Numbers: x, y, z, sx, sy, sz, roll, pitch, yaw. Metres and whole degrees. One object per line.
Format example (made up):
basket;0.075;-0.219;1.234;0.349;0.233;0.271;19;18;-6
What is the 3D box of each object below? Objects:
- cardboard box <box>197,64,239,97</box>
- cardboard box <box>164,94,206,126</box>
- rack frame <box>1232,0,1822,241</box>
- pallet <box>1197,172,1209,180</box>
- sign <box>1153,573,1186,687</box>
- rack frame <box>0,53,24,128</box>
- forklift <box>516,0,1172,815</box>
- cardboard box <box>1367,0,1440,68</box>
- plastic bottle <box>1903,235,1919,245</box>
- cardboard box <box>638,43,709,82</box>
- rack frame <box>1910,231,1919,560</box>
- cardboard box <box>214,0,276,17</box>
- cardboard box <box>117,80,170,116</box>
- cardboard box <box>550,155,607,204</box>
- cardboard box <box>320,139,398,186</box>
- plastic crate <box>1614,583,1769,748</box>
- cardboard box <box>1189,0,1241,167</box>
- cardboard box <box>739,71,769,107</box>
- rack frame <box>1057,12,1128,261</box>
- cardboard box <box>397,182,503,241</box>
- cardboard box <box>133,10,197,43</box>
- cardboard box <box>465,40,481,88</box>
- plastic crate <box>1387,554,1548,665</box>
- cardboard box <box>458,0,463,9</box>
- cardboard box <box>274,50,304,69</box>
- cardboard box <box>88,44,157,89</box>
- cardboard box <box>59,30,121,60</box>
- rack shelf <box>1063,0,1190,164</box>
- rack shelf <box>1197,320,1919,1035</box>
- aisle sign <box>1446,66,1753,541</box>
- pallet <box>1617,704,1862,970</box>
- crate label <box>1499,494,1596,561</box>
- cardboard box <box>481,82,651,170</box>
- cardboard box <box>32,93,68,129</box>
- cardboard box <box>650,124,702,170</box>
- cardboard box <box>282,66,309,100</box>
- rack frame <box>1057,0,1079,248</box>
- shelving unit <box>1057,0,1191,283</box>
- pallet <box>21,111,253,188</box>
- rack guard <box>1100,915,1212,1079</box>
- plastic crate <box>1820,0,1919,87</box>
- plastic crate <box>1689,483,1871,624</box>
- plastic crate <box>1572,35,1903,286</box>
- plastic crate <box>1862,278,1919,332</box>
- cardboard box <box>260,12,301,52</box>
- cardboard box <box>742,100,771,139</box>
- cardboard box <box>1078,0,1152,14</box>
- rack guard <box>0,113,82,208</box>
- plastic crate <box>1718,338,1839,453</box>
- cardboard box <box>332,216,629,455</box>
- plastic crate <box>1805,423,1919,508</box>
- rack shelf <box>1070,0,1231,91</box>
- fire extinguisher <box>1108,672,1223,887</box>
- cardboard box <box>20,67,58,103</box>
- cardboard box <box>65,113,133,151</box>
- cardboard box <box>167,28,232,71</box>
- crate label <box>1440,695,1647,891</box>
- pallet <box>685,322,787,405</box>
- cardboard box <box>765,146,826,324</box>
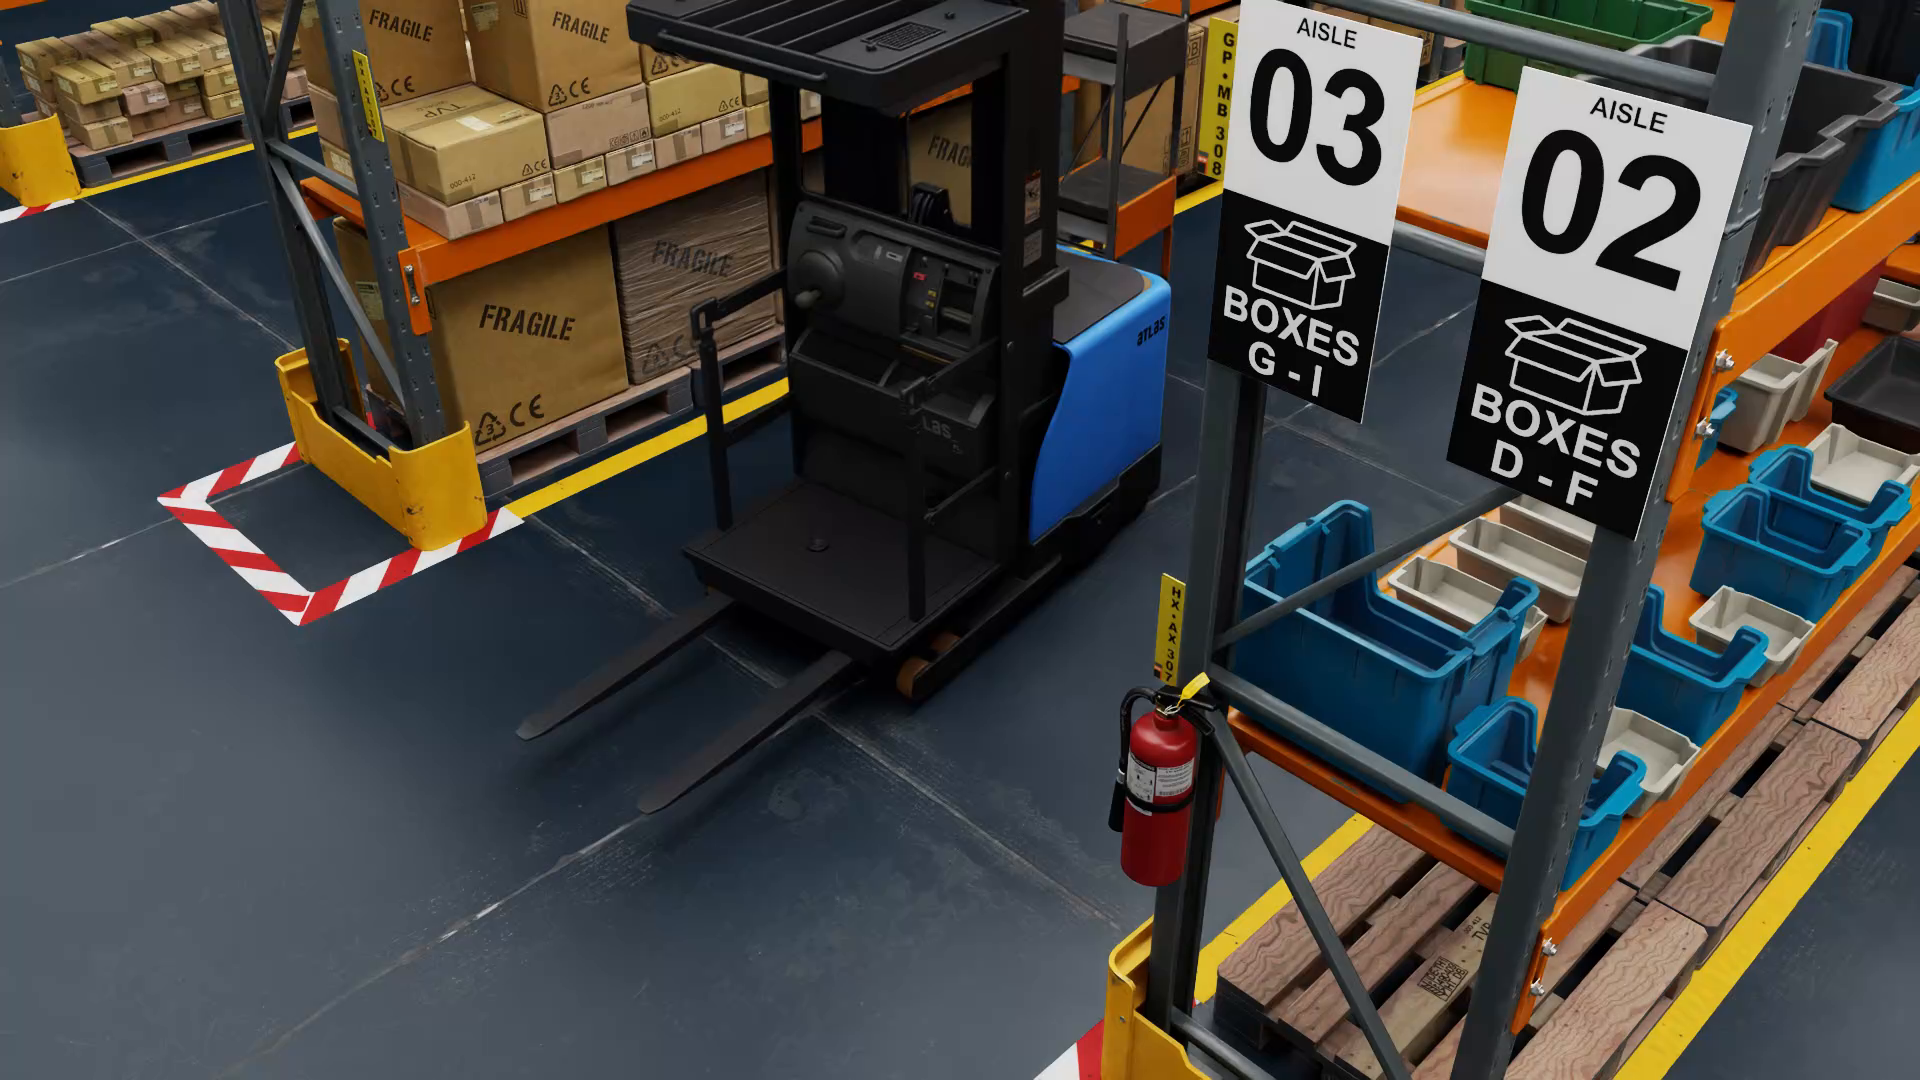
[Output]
cardboard box;-4.877;-3.038;10.849;0.250;0.149;0.380;-28;44;-34
cardboard box;-5.136;-2.849;10.838;0.250;0.149;0.380;-29;44;-35
rack frame;0.935;-1.944;2.171;1.000;3.000;0.127;30;45;35
pallet;1.588;-2.801;11.082;1.003;0.211;1.213;30;45;35
sign;0.533;0.234;4.149;0.100;0.325;0.005;30;45;35
rack frame;-6.028;-3.520;9.675;1.000;3.000;0.127;30;45;35
forklift;-0.392;-0.908;5.989;1.130;2.935;3.031;24;41;30
cardboard box;2.556;-3.756;11.504;1.225;0.875;0.875;27;43;33
plastic bottle;3.802;-1.347;6.667;0.152;0.276;0.135;30;45;35
cardboard box;-1.337;-2.350;7.212;0.500;0.500;0.500;28;44;34
rack frame;3.753;-1.107;6.215;1.000;3.000;0.127;30;45;35
cardboard box;-4.883;-3.592;11.384;0.380;0.149;0.250;28;44;34
cardboard box;-5.244;-2.842;10.568;0.380;0.149;0.250;29;44;35
cardboard box;-1.735;-1.597;7.137;0.380;0.149;0.250;28;44;34
cardboard box;-2.562;-1.654;7.219;0.250;0.149;0.380;-29;44;-35
plastic crate;1.807;0.326;4.255;0.416;0.233;0.300;30;45;35
cardboard box;1.304;-3.035;10.470;1.225;0.875;0.875;28;44;34
cardboard box;-0.968;-2.256;7.734;0.500;0.250;0.500;29;44;34
rack frame;0.501;-1.282;7.253;0.400;2.100;0.015;24;41;30
cardboard box;-2.095;-1.388;6.837;0.250;0.149;0.380;-29;44;-35
cardboard box;-5.298;-3.398;11.106;0.380;0.149;0.250;28;43;34
cardboard box;-2.069;-2.050;7.438;0.500;0.250;0.500;29;44;35
plastic crate;1.381;0.196;4.525;0.396;0.136;0.243;30;45;35
cardboard box;-3.598;-3.918;11.850;0.380;0.149;0.250;29;44;35
cardboard box;-4.595;-3.311;11.240;0.250;0.149;0.380;-27;43;-33
cardboard box;-5.309;-3.003;10.539;0.250;0.149;0.380;-29;44;-35
cardboard box;-5.617;-3.163;10.768;0.250;0.149;0.380;-29;44;-35
rack shelf;0.649;-1.956;7.019;0.431;0.518;0.480;24;41;30
rack shelf;2.344;0.000;5.257;1.077;0.370;4.000;30;45;35
aisle sign;1.095;-0.401;2.930;0.394;0.787;0.004;30;45;35
pallet;2.403;0.848;5.849;1.003;0.211;1.213;30;45;35
crate label;1.775;-0.039;4.861;0.396;0.136;0.243;30;45;35
cardboard box;-1.688;-1.840;7.137;0.500;0.250;0.500;29;44;35
cardboard box;-5.805;-2.820;10.797;0.250;0.149;0.380;-29;44;-35
cardboard box;-1.373;-1.806;7.437;0.380;0.149;0.250;29;44;34
cardboard box;-4.528;-3.117;11.222;0.380;0.149;0.250;27;43;33
rack frame;0.239;-3.103;9.078;1.000;3.000;0.127;30;45;35
shelving unit;0.649;-1.393;7.412;0.431;2.100;0.503;24;41;30
pallet;-5.377;-2.722;10.969;1.003;0.211;1.213;30;45;35
rack guard;0.927;1.557;4.581;1.175;0.500;0.348;30;45;35
plastic crate;2.207;-1.198;3.777;0.504;0.338;0.767;30;45;35
plastic crate;2.270;0.059;4.638;0.416;0.233;0.300;30;45;35
plastic crate;1.404;-0.704;3.130;0.497;0.269;0.590;30;45;35
plastic crate;3.324;-0.892;6.085;0.396;0.136;0.243;30;45;35
cardboard box;-4.505;-3.385;11.086;0.250;0.149;0.380;-29;44;-35
cardboard box;-1.013;-2.013;7.733;0.380;0.149;0.250;28;44;34
cardboard box;0.740;-3.230;9.172;0.500;0.500;0.500;-30;45;-35
rack guard;-5.975;-2.525;10.434;1.175;0.500;0.348;30;45;35
plastic crate;2.547;-0.538;5.450;0.437;0.282;0.530;30;45;35
cardboard box;-2.186;-1.073;7.656;0.875;0.875;0.875;30;45;35
plastic crate;2.740;-0.196;5.086;0.293;0.136;0.466;30;45;35
rack shelf;1.648;-3.620;10.448;1.077;0.370;4.000;30;45;35
fire extinguisher;0.506;0.579;4.191;0.296;0.674;0.183;30;45;35
cardboard box;-5.859;-2.974;10.757;0.380;0.149;0.250;28;44;34
cardboard box;-5.432;-2.606;10.490;0.250;0.149;0.380;-29;44;-35
cardboard box;-4.925;-3.188;10.803;0.380;0.149;0.250;27;43;33
crate label;1.343;0.593;3.871;0.416;0.233;0.303;30;45;35
pallet;-1.212;-1.185;8.765;1.003;0.211;1.213;30;45;35
cardboard box;-0.917;-1.803;8.704;0.875;0.875;0.875;30;45;35
